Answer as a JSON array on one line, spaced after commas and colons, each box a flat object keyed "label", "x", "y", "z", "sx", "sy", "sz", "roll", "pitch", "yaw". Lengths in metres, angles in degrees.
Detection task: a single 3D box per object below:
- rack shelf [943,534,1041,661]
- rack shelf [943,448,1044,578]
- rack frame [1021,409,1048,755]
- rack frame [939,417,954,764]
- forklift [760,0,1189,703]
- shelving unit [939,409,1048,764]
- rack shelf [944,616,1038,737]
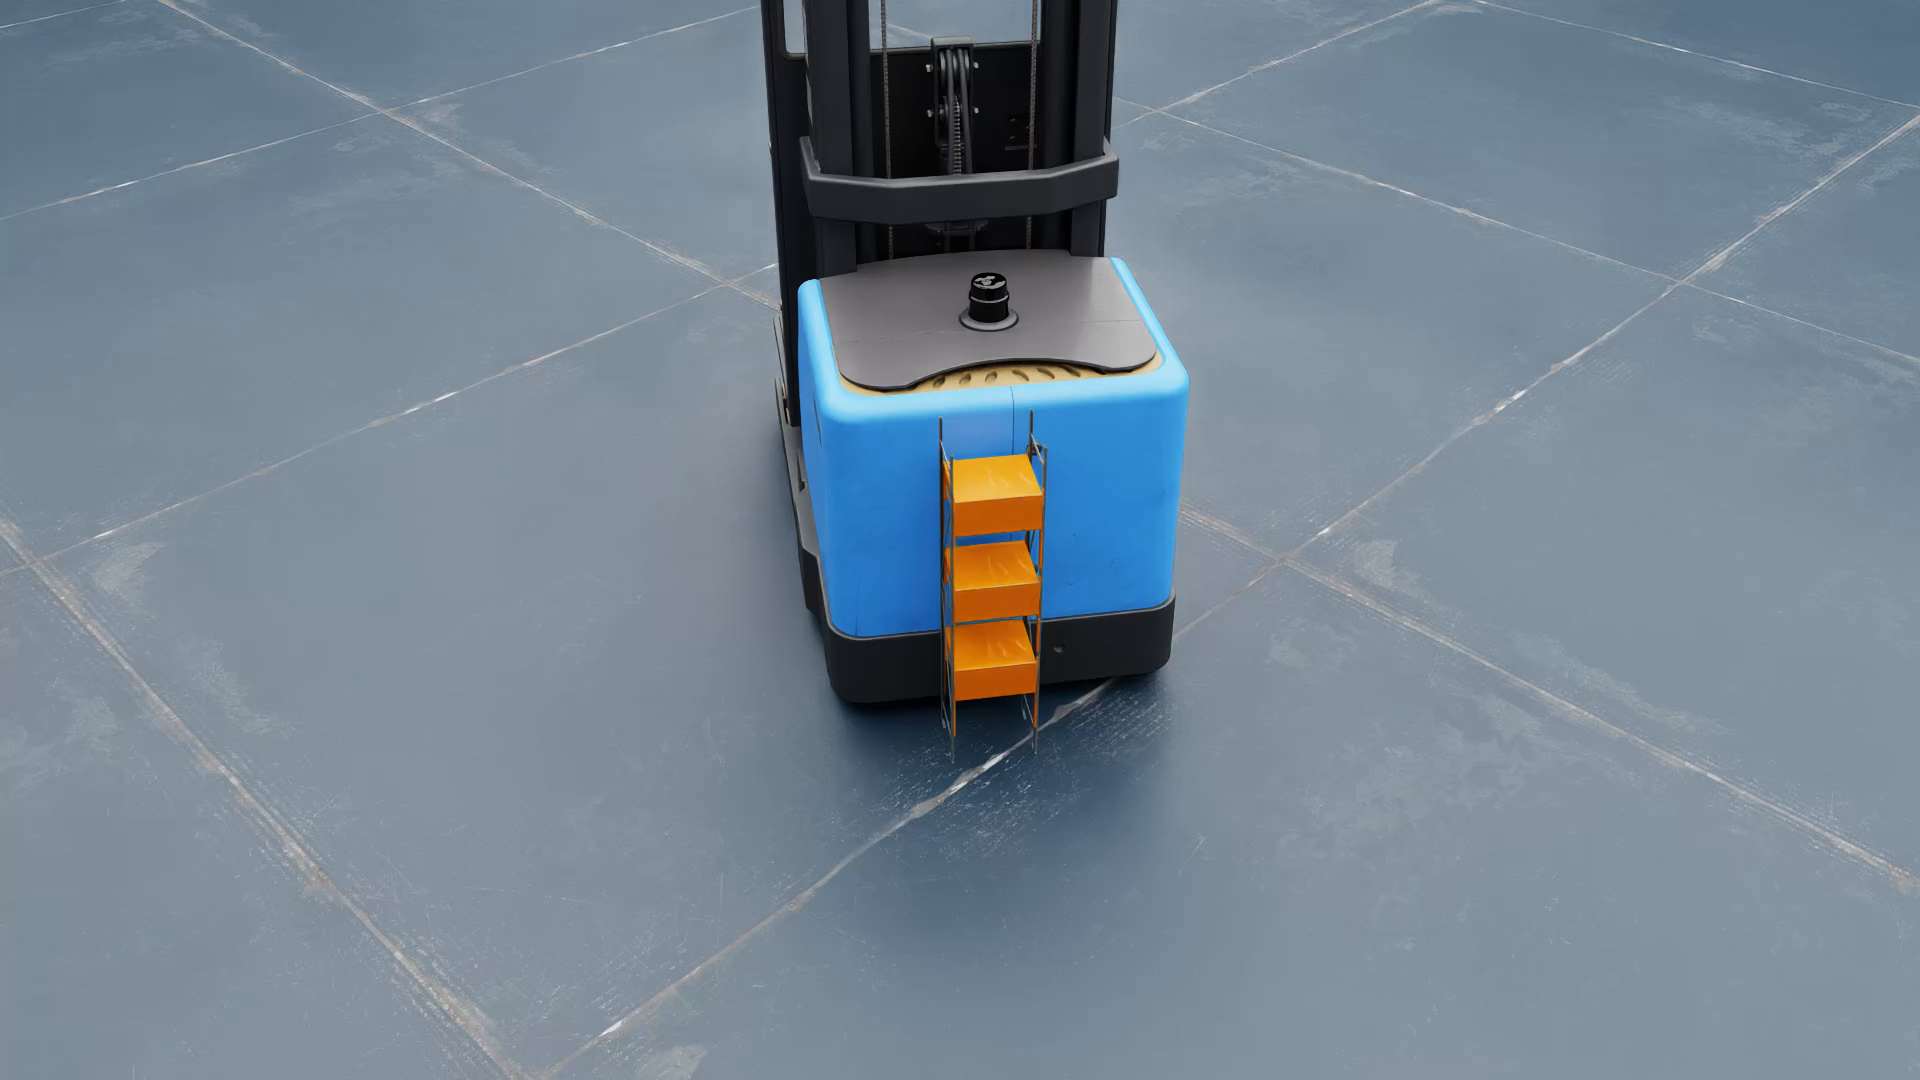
[{"label": "rack shelf", "x": 0.084, "y": 0.159, "z": 4.622, "sx": 0.240, "sy": 0.259, "sz": 0.215, "roll": -5, "pitch": 35, "yaw": -8}, {"label": "rack shelf", "x": 0.084, "y": -0.073, "z": 4.460, "sx": 0.240, "sy": 0.259, "sz": 0.215, "roll": -5, "pitch": 35, "yaw": -8}, {"label": "rack frame", "x": 0.204, "y": 0.139, "z": 4.633, "sx": 0.008, "sy": 1.050, "sz": 0.200, "roll": -5, "pitch": 35, "yaw": -8}, {"label": "rack frame", "x": -0.036, "y": 0.162, "z": 4.600, "sx": 0.008, "sy": 1.050, "sz": 0.200, "roll": -5, "pitch": 35, "yaw": -8}, {"label": "forklift", "x": -0.102, "y": -1.553, "z": 5.415, "sx": 1.130, "sy": 2.935, "sz": 3.031, "roll": -5, "pitch": 35, "yaw": -8}, {"label": "shelving unit", "x": 0.084, "y": 0.151, "z": 4.616, "sx": 0.252, "sy": 1.050, "sz": 0.215, "roll": -5, "pitch": 35, "yaw": -8}, {"label": "rack shelf", "x": 0.084, "y": 0.387, "z": 4.781, "sx": 0.240, "sy": 0.259, "sz": 0.215, "roll": -5, "pitch": 35, "yaw": -8}]
